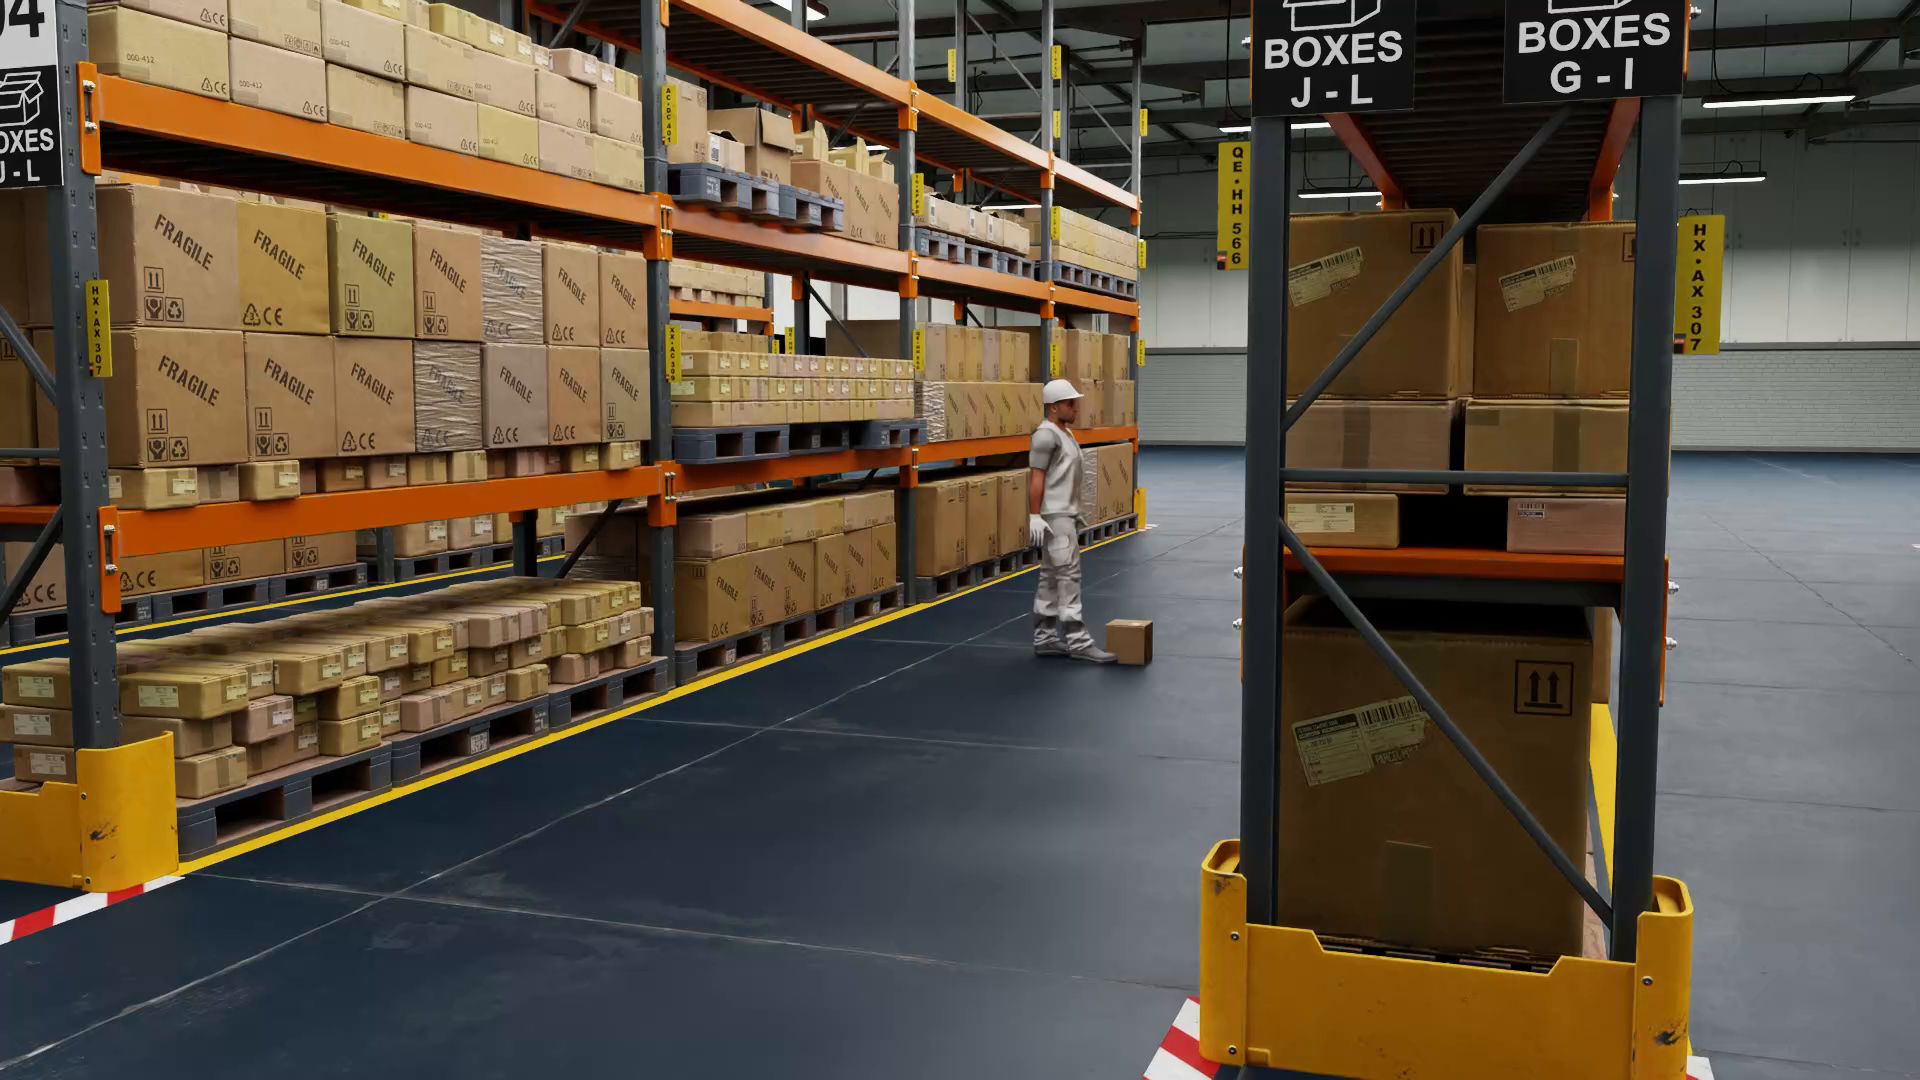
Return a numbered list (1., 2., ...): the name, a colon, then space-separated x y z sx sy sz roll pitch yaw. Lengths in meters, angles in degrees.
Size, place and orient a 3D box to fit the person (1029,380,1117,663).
1. person: 0.754 -0.134 10.701 0.584 1.787 0.574 1 5 13
